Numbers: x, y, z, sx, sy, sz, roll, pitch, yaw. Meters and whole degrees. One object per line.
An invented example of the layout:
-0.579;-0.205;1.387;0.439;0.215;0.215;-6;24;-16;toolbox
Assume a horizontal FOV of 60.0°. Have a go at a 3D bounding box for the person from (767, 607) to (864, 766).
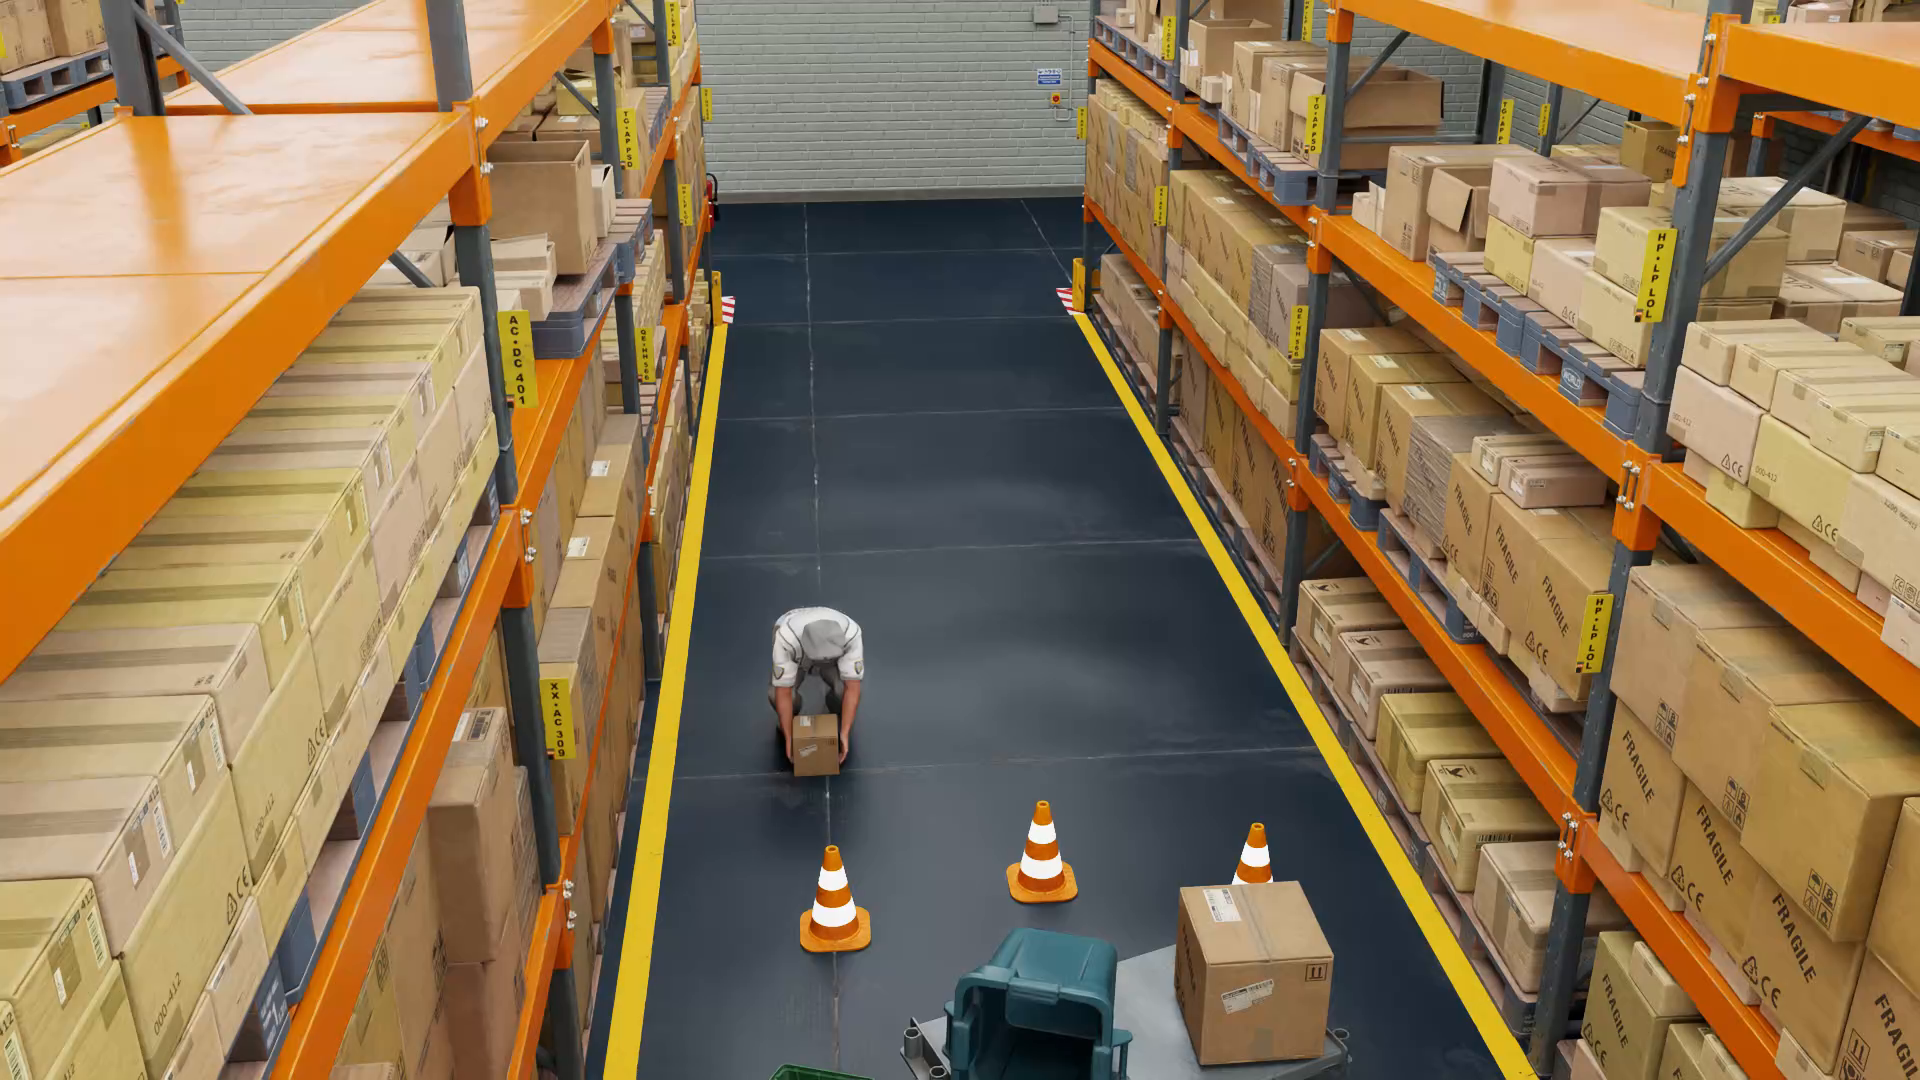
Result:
-0.830;0.727;9.504;0.554;0.901;0.956;-2;24;-5;person
